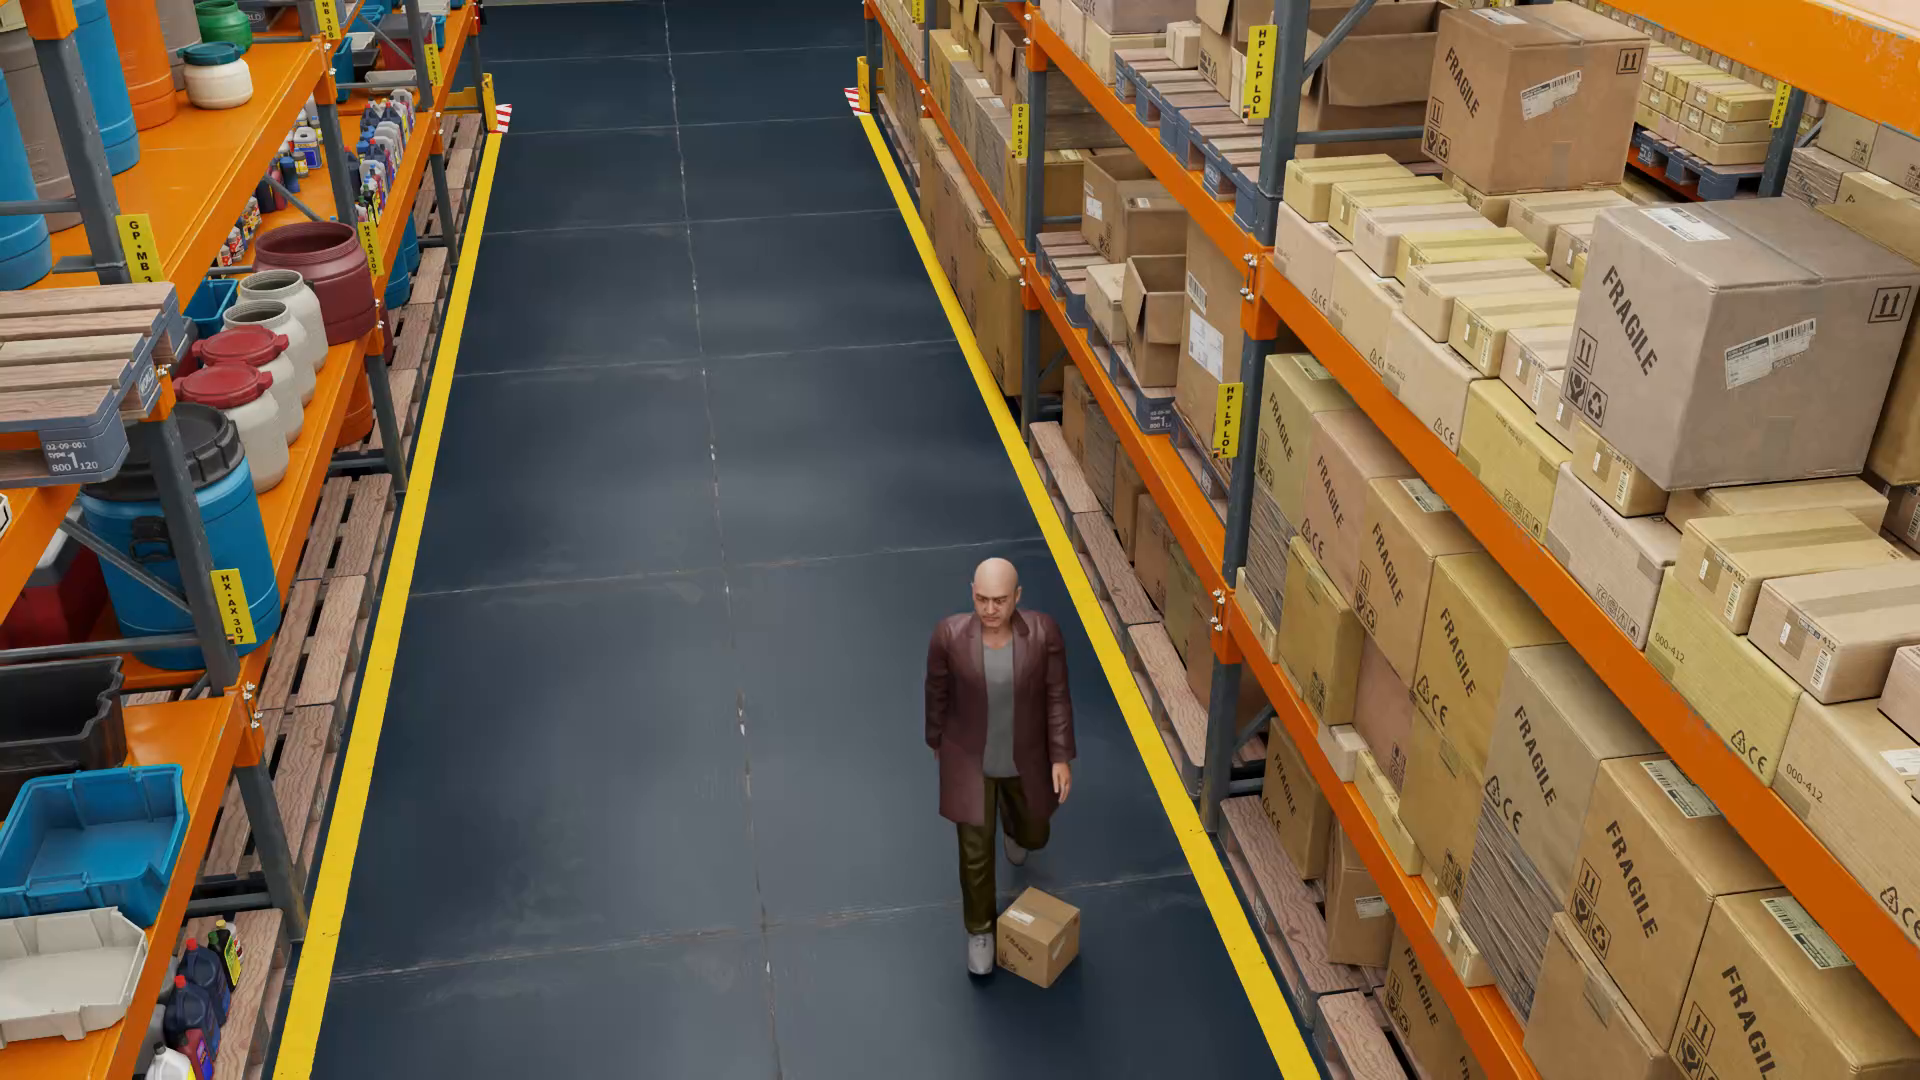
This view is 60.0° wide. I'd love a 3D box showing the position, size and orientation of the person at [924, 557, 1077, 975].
[{"bbox_3d":[0.158,0.825,6.700,0.599,1.753,0.849,-2,30,-3],"label":"person"}]
